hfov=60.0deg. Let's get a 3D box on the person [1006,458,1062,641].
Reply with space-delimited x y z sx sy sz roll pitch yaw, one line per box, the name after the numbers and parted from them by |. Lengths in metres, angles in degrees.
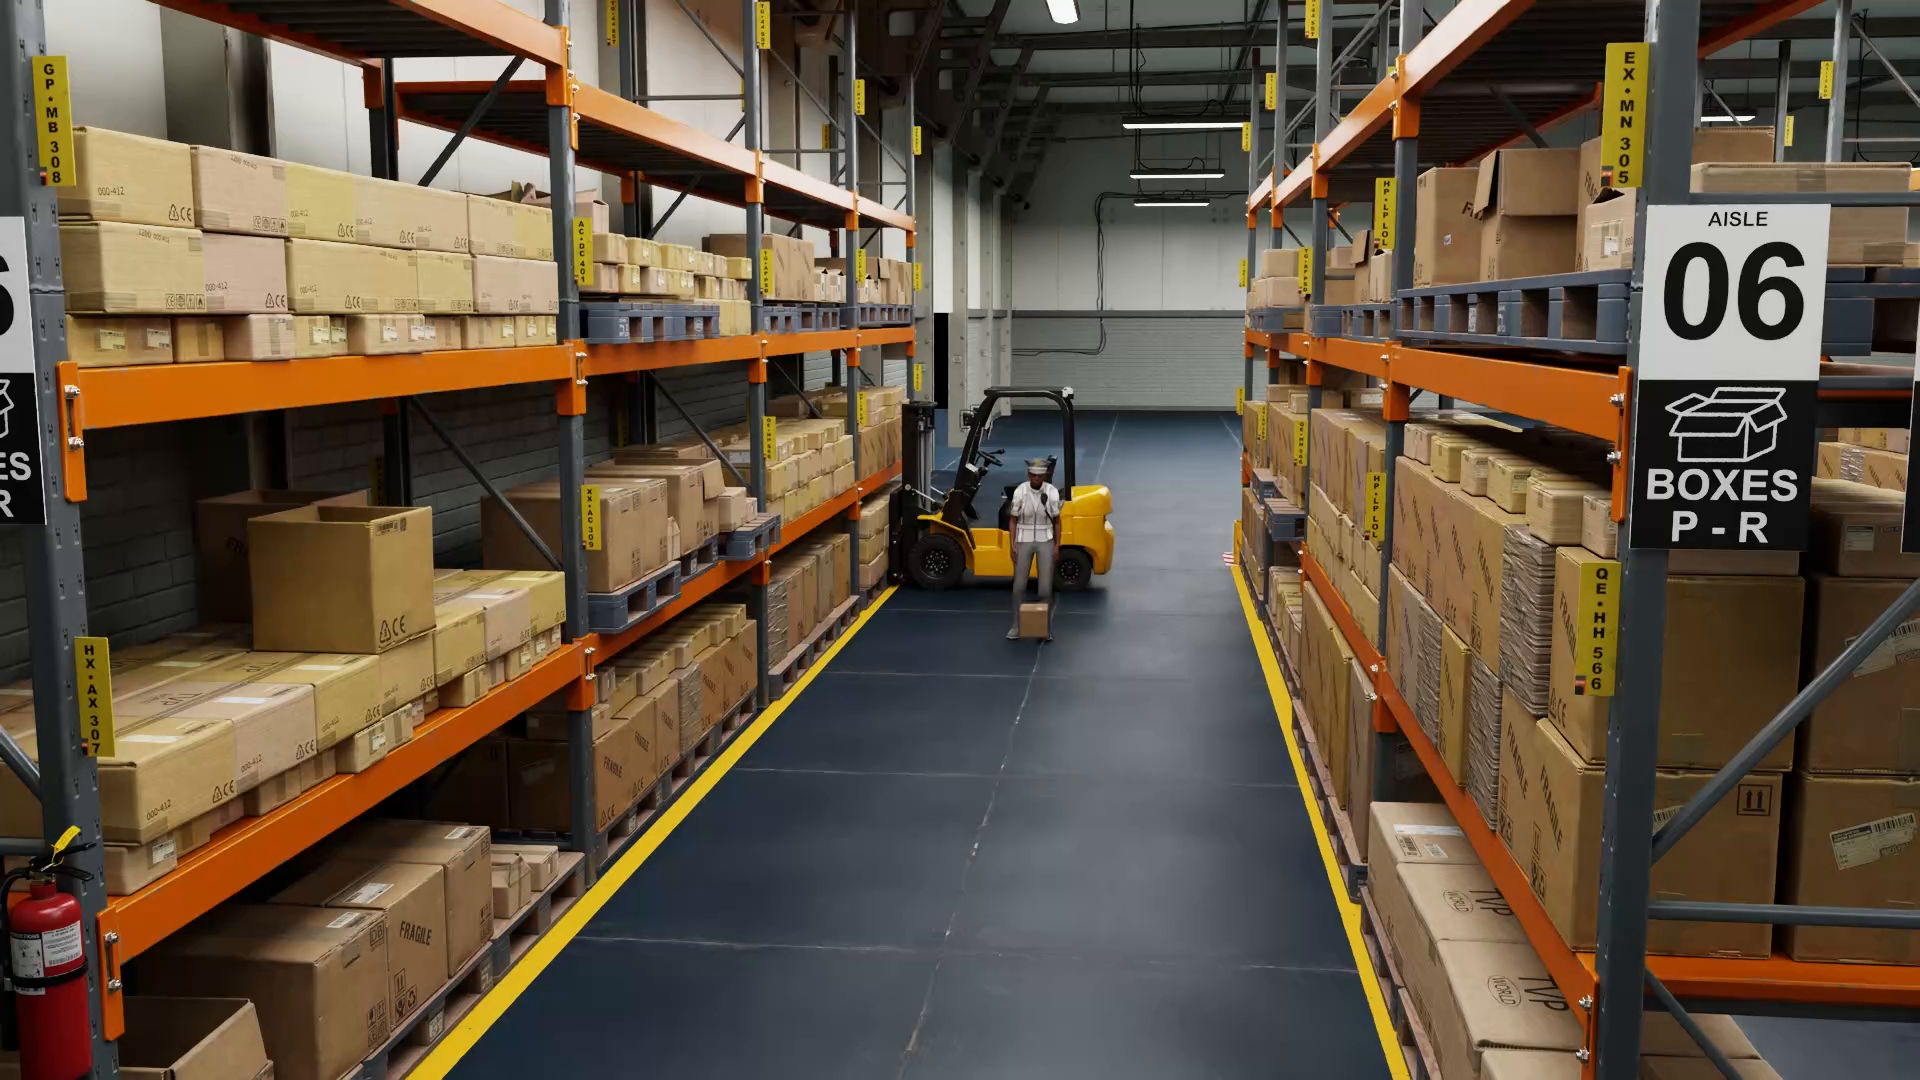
0.679 0.076 15.227 0.502 1.662 0.424 1 8 4 | person
